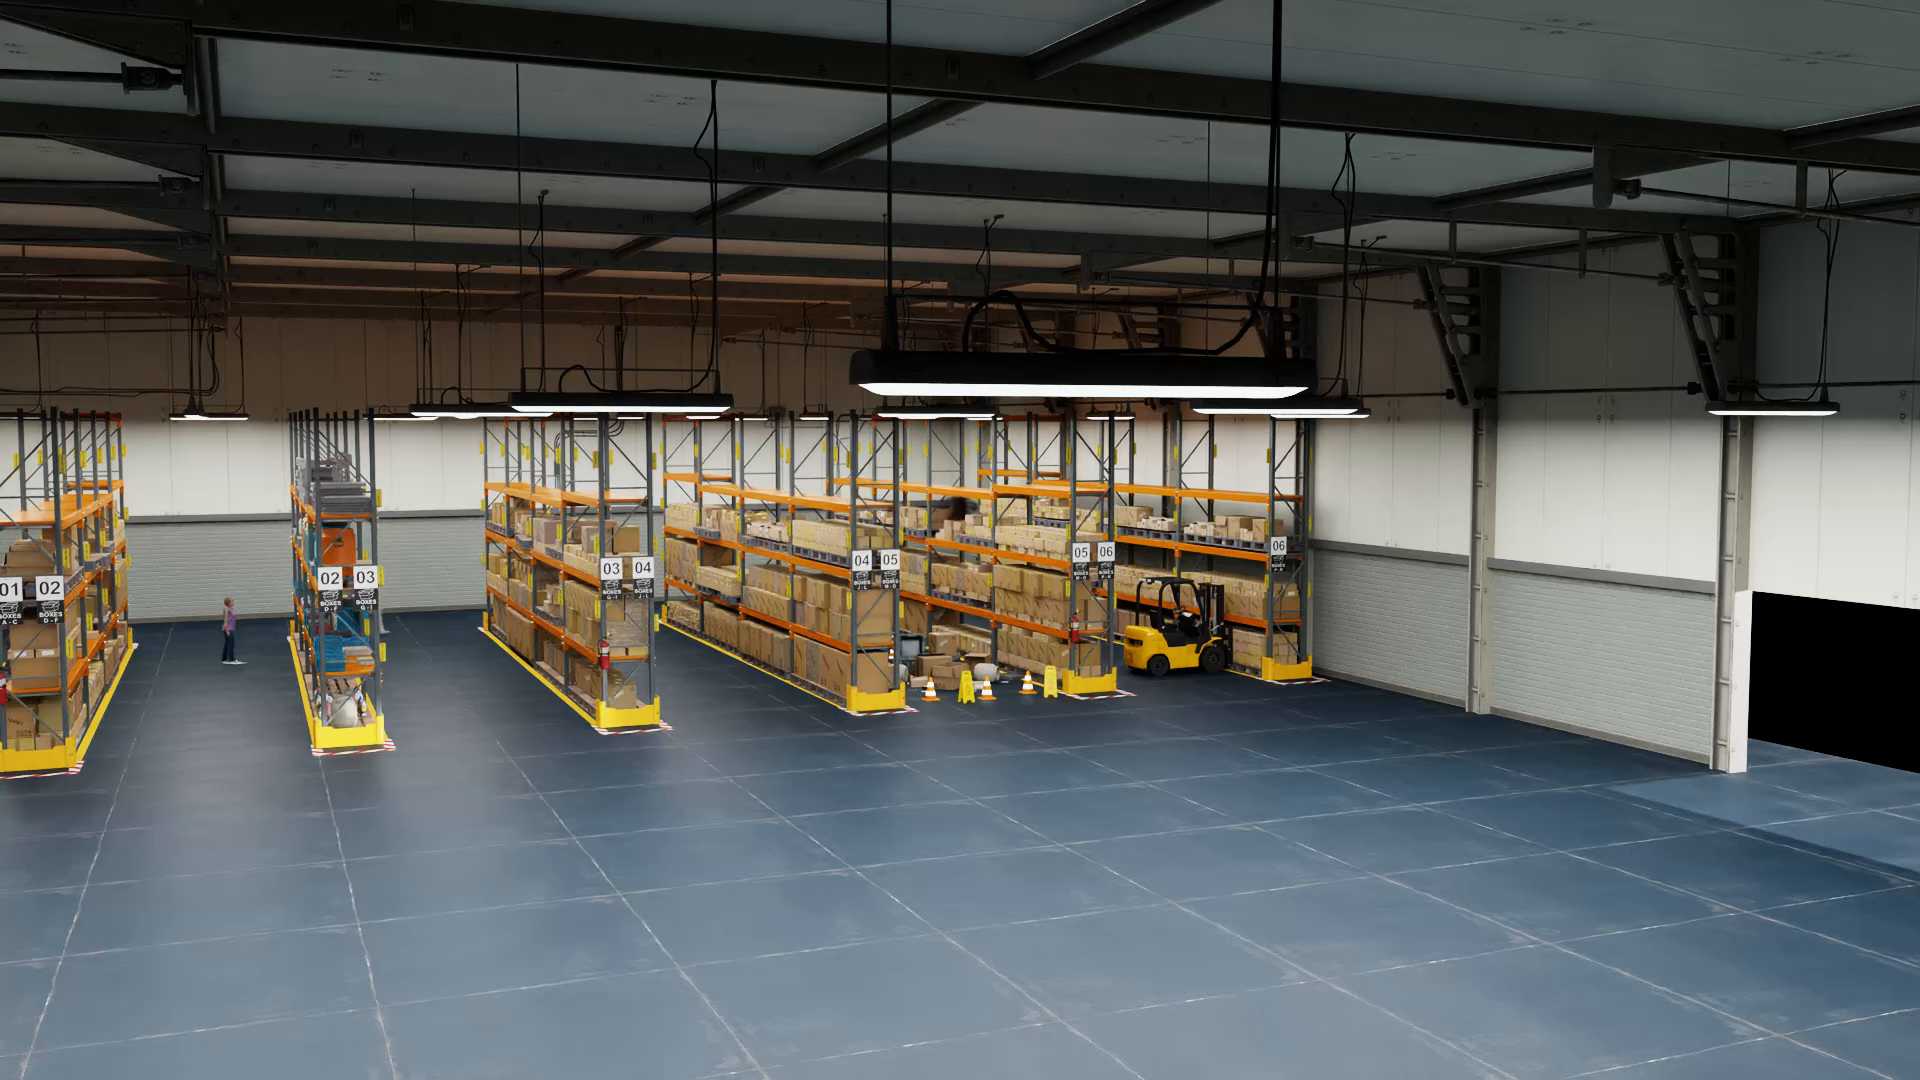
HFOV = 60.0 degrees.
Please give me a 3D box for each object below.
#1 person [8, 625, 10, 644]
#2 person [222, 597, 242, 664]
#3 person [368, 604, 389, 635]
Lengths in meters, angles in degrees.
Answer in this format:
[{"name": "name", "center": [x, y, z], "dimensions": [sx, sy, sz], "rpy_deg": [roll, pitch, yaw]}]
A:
[{"name": "person", "center": [-21.216, 2.273, 37.414], "dimensions": [0.356, 1.665, 0.470], "rpy_deg": [-3, 5, -33]}, {"name": "person", "center": [-17.348, 2.154, 39.576], "dimensions": [0.444, 1.601, 0.428], "rpy_deg": [-2, 4, -23]}, {"name": "person", "center": [-15.934, 1.695, 45.012], "dimensions": [1.065, 1.728, 0.589], "rpy_deg": [4, 5, 41]}]
